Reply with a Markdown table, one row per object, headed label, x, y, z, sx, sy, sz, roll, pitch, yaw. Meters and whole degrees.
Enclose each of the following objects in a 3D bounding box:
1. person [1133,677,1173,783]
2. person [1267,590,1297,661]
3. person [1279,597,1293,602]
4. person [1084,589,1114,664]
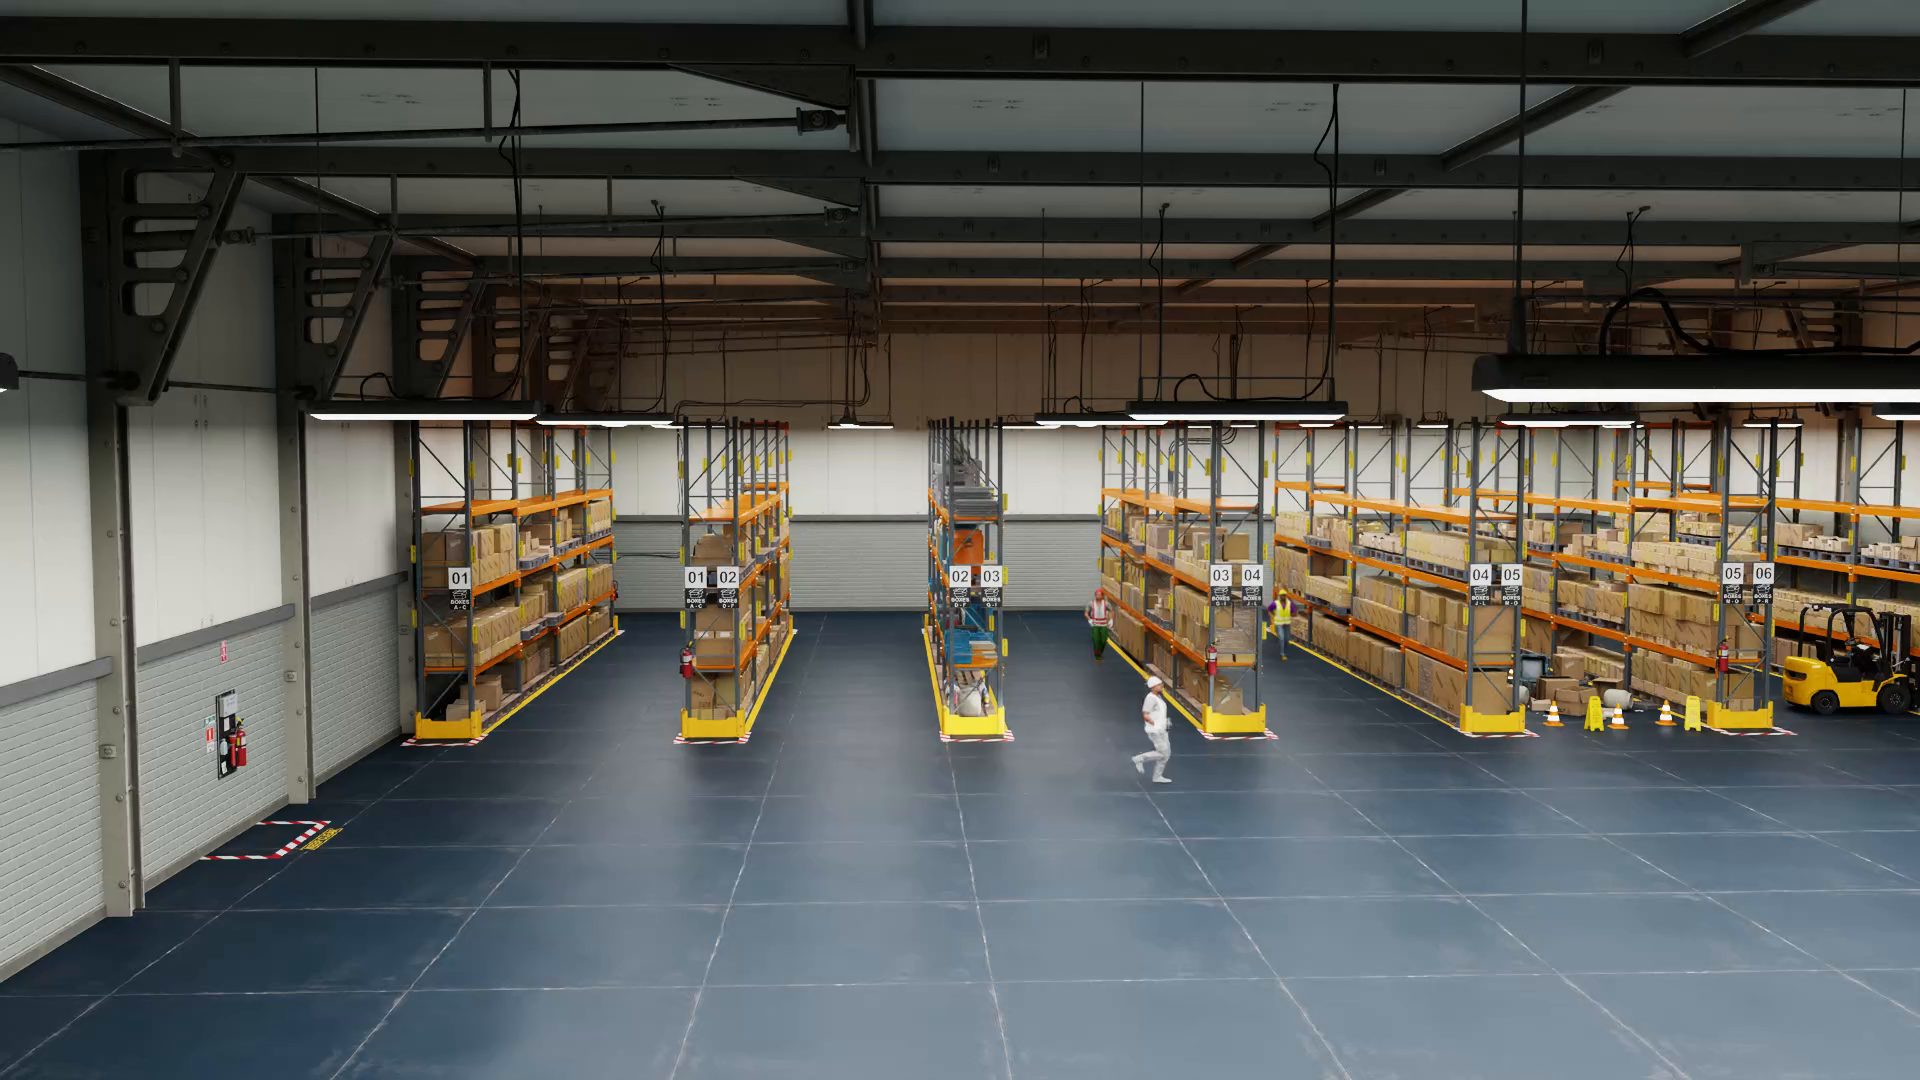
| label | x | y | z | sx | sy | sz | roll | pitch | yaw |
| --- | --- | --- | --- | --- | --- | --- | --- | --- | --- |
| person | 3.146 | 3.088 | 27.102 | 0.625 | 1.735 | 0.683 | 1 | 4 | 17 |
| person | 8.079 | 2.115 | 41.616 | 0.709 | 1.747 | 0.972 | 0 | 4 | -5 |
| person | 9.571 | 1.681 | 48.968 | 0.536 | 1.724 | 0.672 | 0 | 4 | -7 |
| person | 3.268 | 2.018 | 38.994 | 0.692 | 1.755 | 0.565 | 0 | 4 | -1 |
